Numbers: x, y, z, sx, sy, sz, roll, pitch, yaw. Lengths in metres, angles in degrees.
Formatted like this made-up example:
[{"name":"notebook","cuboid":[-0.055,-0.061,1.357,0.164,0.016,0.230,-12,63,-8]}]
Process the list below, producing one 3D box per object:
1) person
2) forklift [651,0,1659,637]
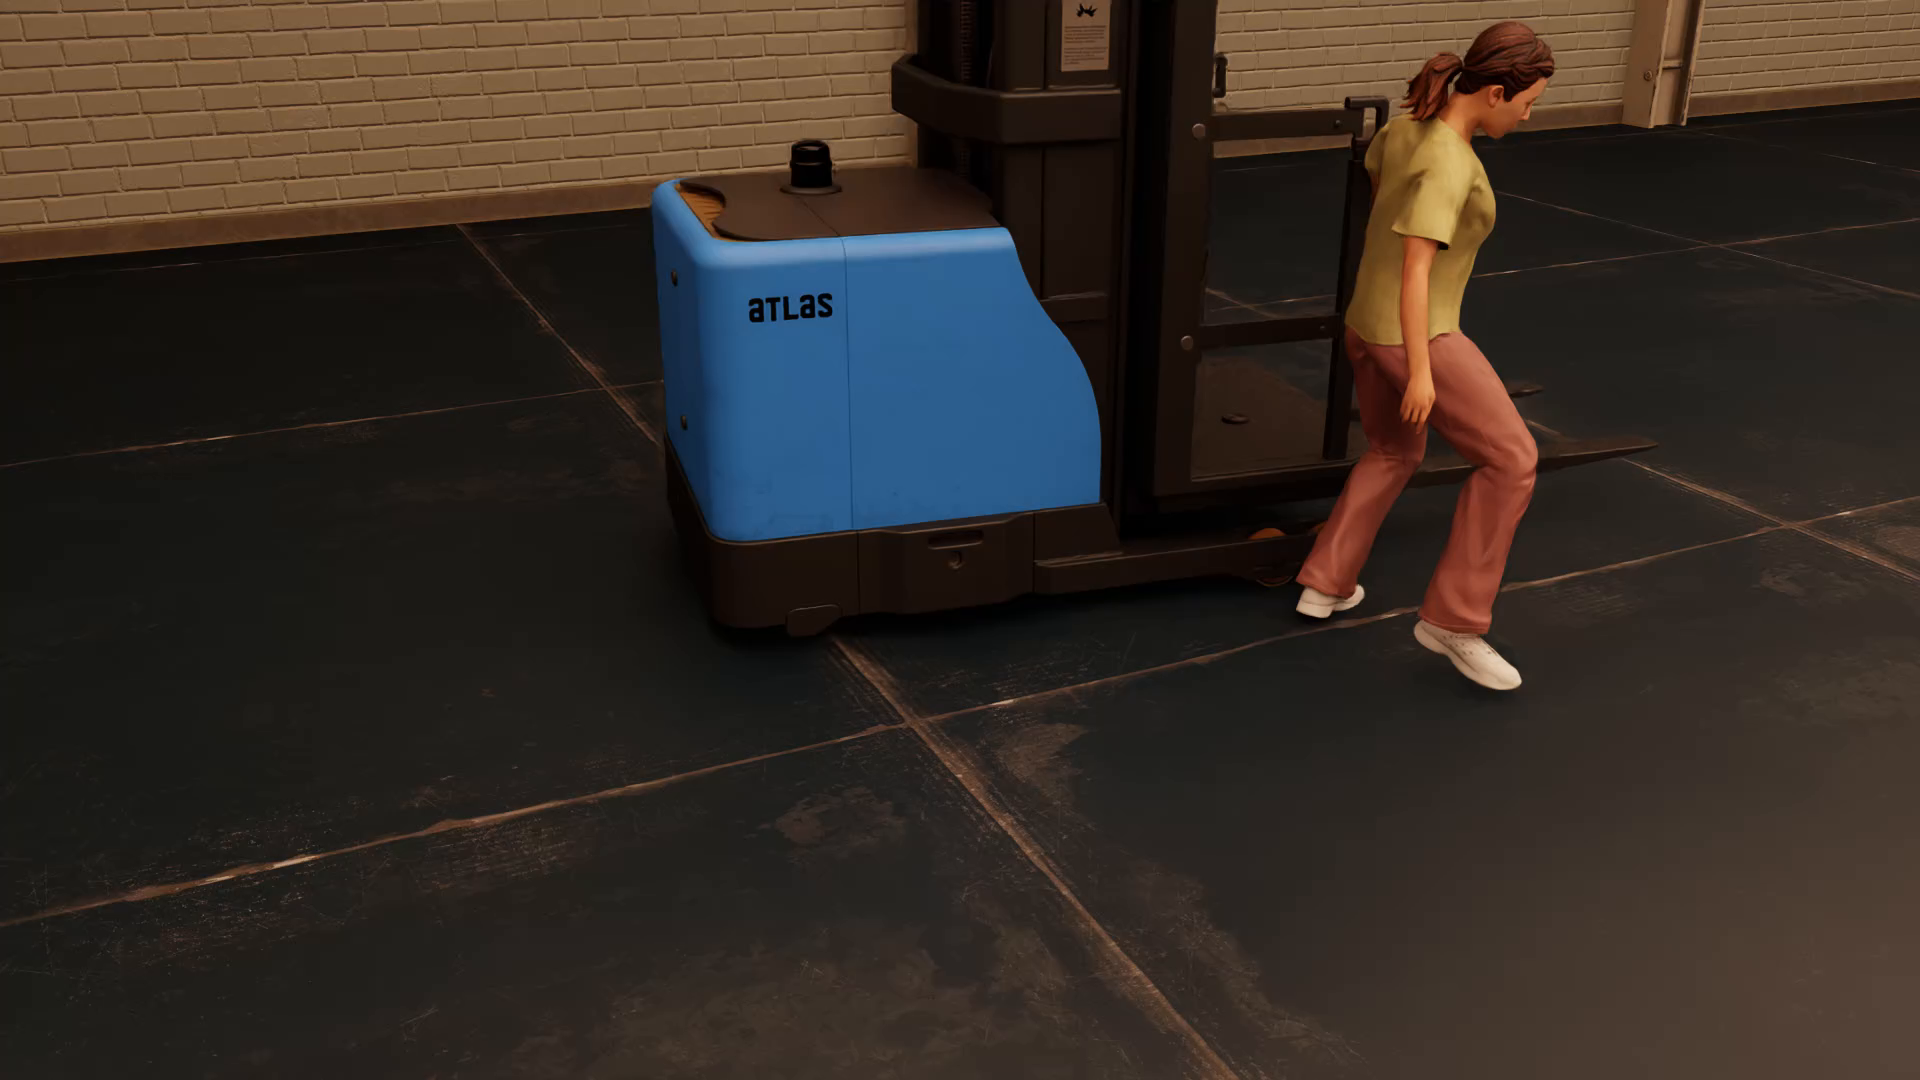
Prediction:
[{"name":"person","cuboid":[1.166,-0.505,4.284,0.491,1.606,1.046,-2,23,-4]},{"name":"forklift","cuboid":[0.668,-1.405,4.668,3.031,2.935,1.130,-7,23,-15]}]
